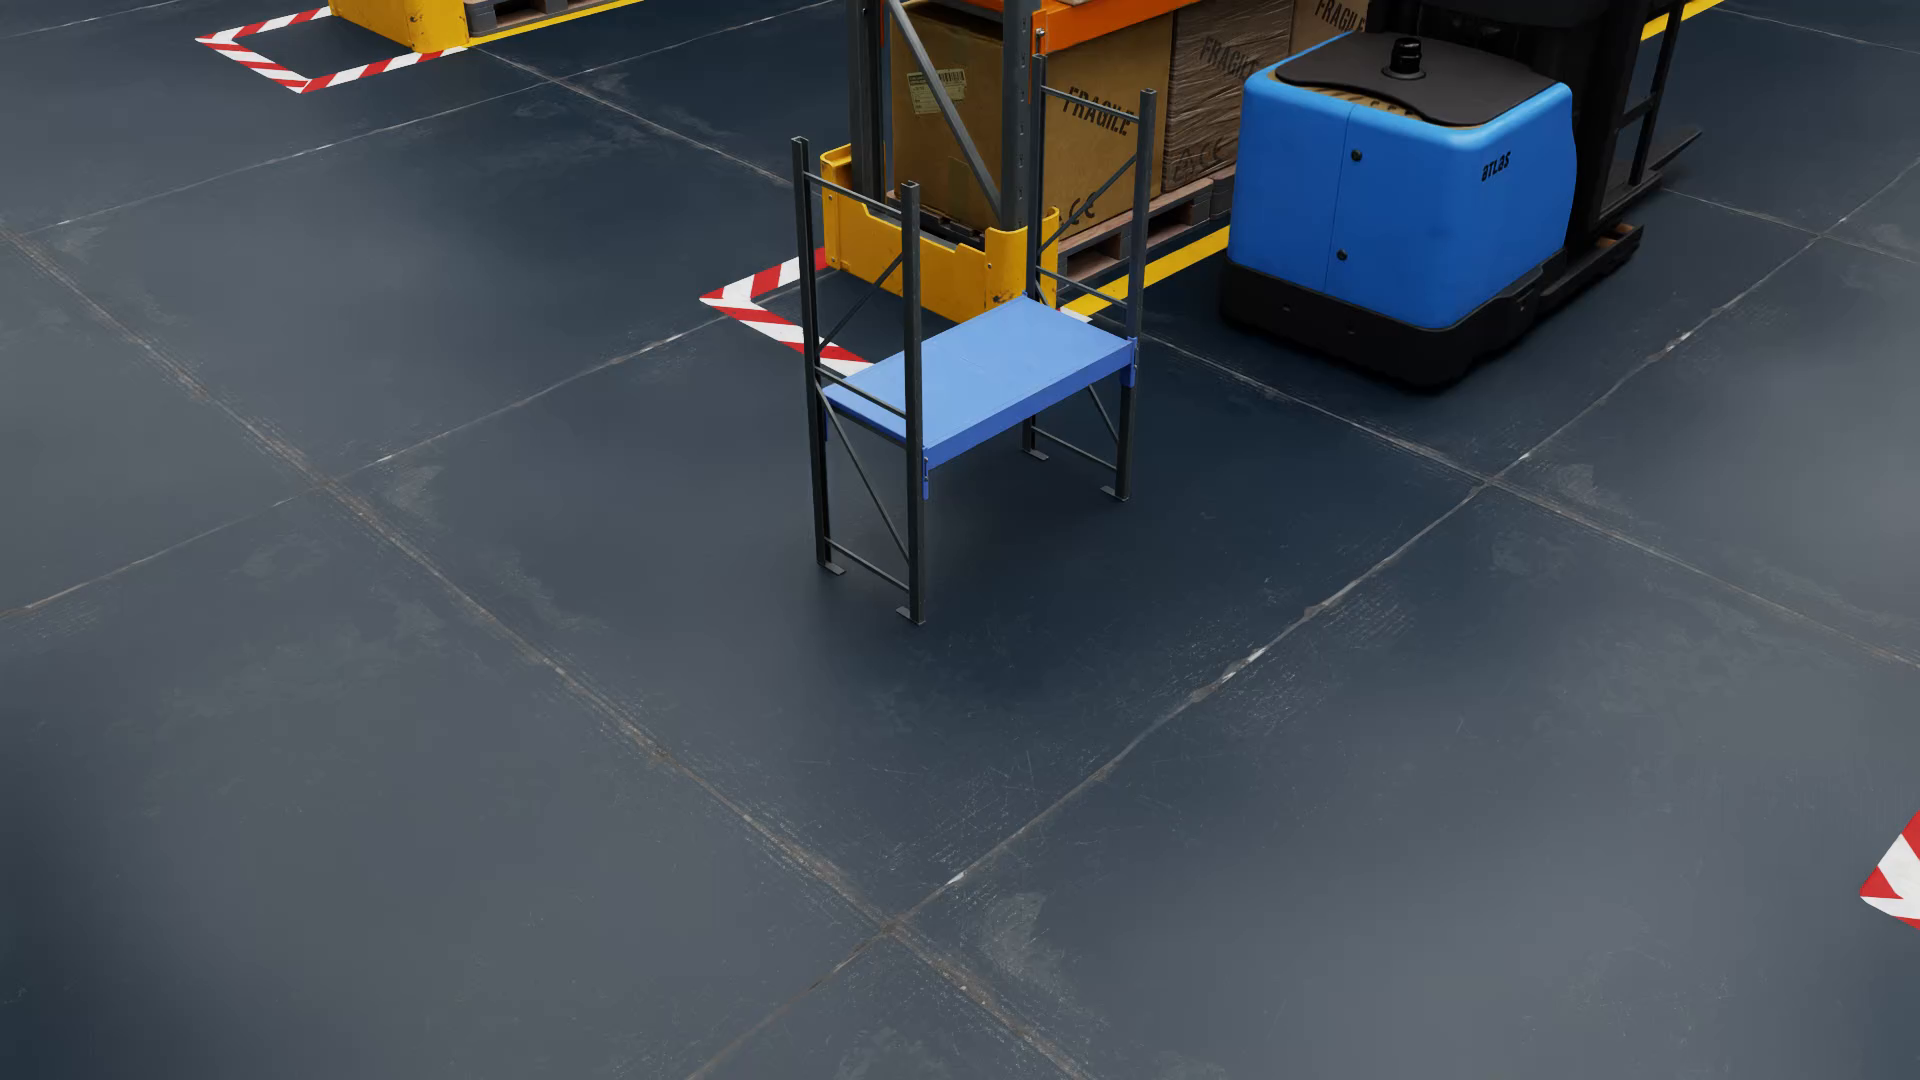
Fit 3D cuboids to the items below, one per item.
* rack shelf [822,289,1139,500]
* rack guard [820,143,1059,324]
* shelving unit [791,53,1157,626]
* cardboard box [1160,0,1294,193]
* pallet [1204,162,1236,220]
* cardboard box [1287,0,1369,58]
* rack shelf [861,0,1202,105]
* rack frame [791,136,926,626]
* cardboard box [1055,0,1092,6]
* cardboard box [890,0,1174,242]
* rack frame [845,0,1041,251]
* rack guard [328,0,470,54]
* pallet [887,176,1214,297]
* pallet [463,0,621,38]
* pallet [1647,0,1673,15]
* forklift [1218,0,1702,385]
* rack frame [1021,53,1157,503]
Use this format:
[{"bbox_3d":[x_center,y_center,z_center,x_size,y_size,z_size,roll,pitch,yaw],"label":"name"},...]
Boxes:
[{"bbox_3d":[0.060,-0.502,5.474,0.538,0.185,1.000,30,45,35],"label":"rack shelf"},{"bbox_3d":[-0.103,-1.307,7.188,1.175,0.500,0.348,30,45,35],"label":"rack guard"},{"bbox_3d":[0.060,-0.650,5.371,0.538,1.500,1.048,30,45,35],"label":"shelving unit"},{"bbox_3d":[0.950,-2.305,7.923,0.875,0.875,0.875,30,45,35],"label":"cardboard box"},{"bbox_3d":[1.282,-2.048,8.502,1.003,0.211,1.213,30,45,35],"label":"pallet"},{"bbox_3d":[1.577,-2.666,8.441,0.875,0.875,0.875,30,45,35],"label":"cardboard box"},{"bbox_3d":[1.323,-2.859,7.857,1.077,0.370,4.000,30,45,35],"label":"rack shelf"},{"bbox_3d":[-0.298,-0.443,5.075,0.500,1.500,0.032,30,45,35],"label":"rack frame"},{"bbox_3d":[0.399,-2.251,6.574,0.250,0.149,0.380,-29,44,-35],"label":"cardboard box"},{"bbox_3d":[0.308,-1.935,7.393,0.875,0.875,0.875,30,45,35],"label":"cardboard box"},{"bbox_3d":[-0.086,-2.343,6.487,1.000,3.000,0.127,30,45,35],"label":"rack frame"},{"bbox_3d":[-3.481,-3.388,10.171,1.175,0.500,0.348,30,45,35],"label":"rack guard"},{"bbox_3d":[0.422,-1.555,7.795,1.003,0.211,1.213,30,45,35],"label":"pallet"},{"bbox_3d":[-2.883,-3.585,10.706,1.003,0.211,1.213,30,45,35],"label":"pallet"},{"bbox_3d":[4.082,-3.664,10.819,1.003,0.211,1.213,30,45,35],"label":"pallet"},{"bbox_3d":[2.452,-2.564,6.865,1.130,2.935,3.031,27,43,33],"label":"forklift"},{"bbox_3d":[0.418,-0.856,5.667,0.500,1.500,0.032,30,45,35],"label":"rack frame"}]
